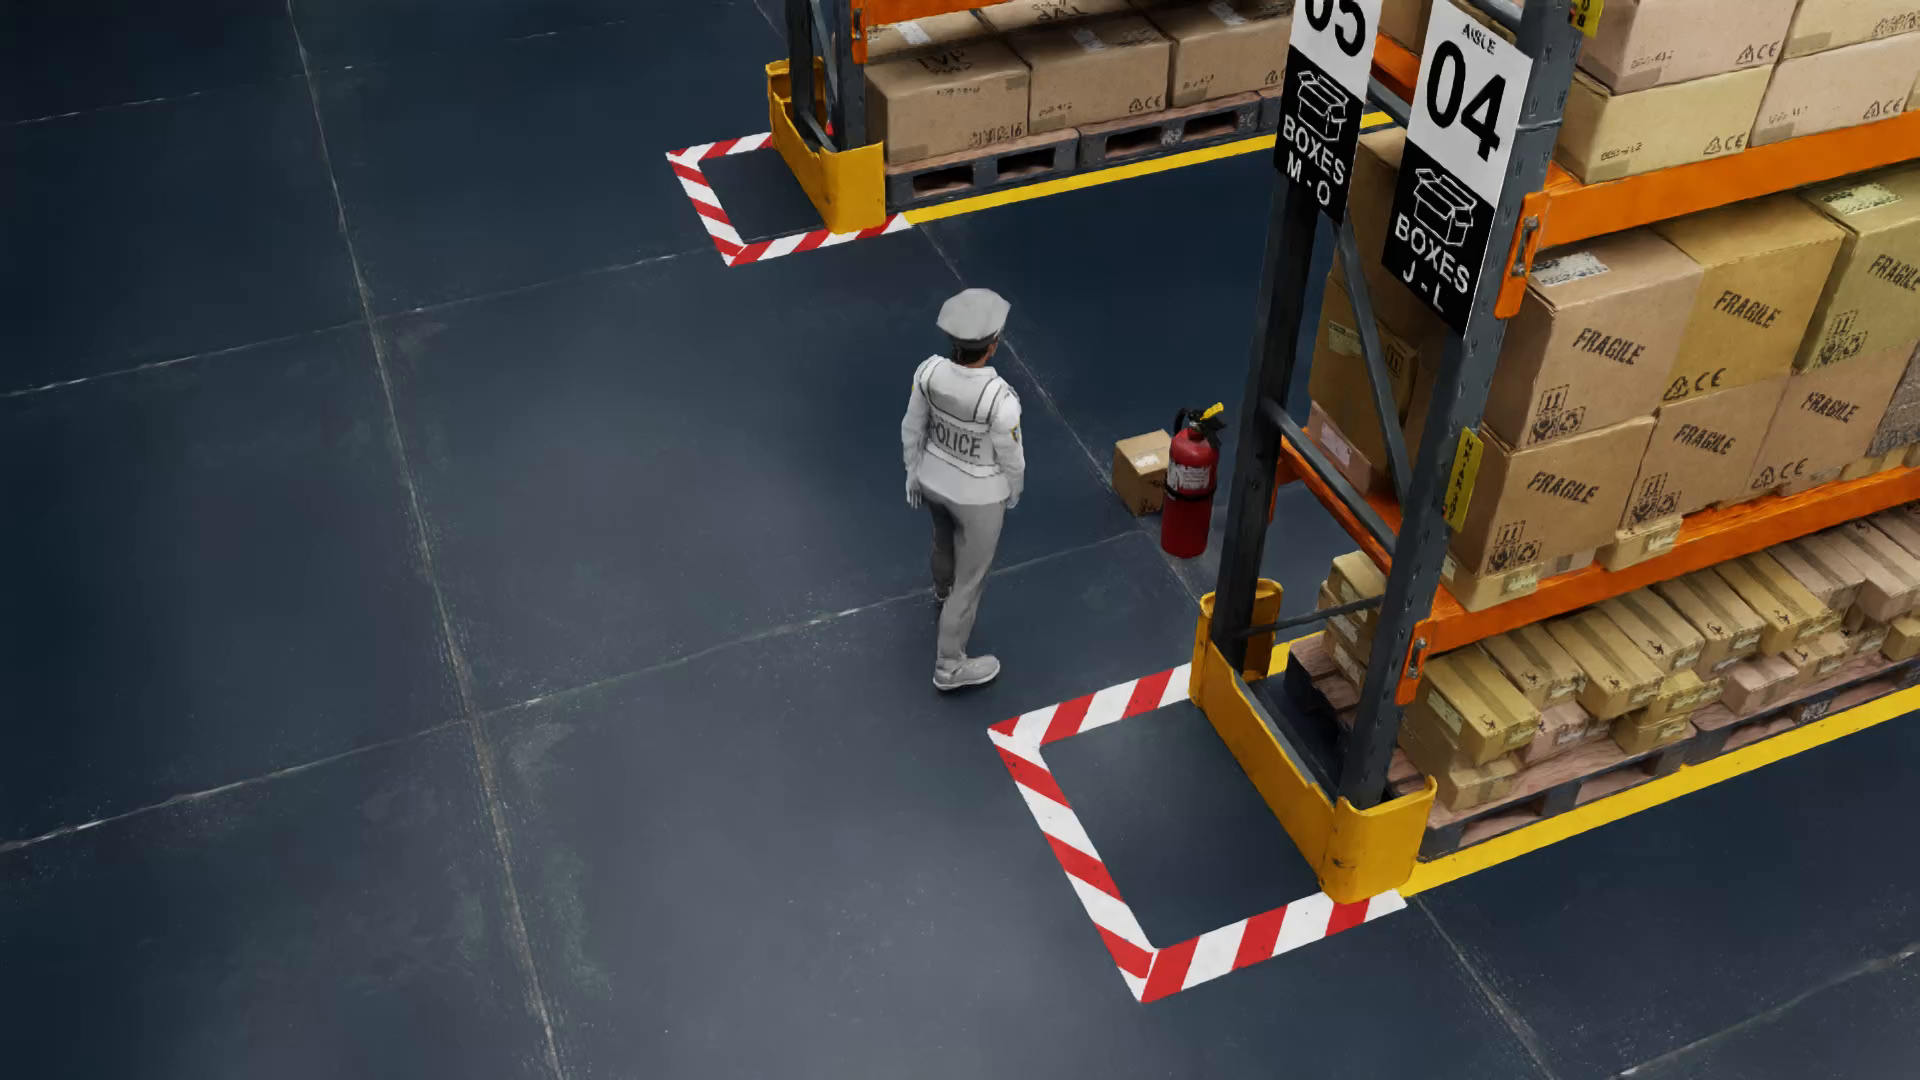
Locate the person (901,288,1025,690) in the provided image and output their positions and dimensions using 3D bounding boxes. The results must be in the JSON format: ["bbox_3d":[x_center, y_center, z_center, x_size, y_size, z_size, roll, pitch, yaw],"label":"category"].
[{"bbox_3d":[0.015,-0.240,6.408,0.567,1.642,0.666,31,50,29],"label":"person"}]
